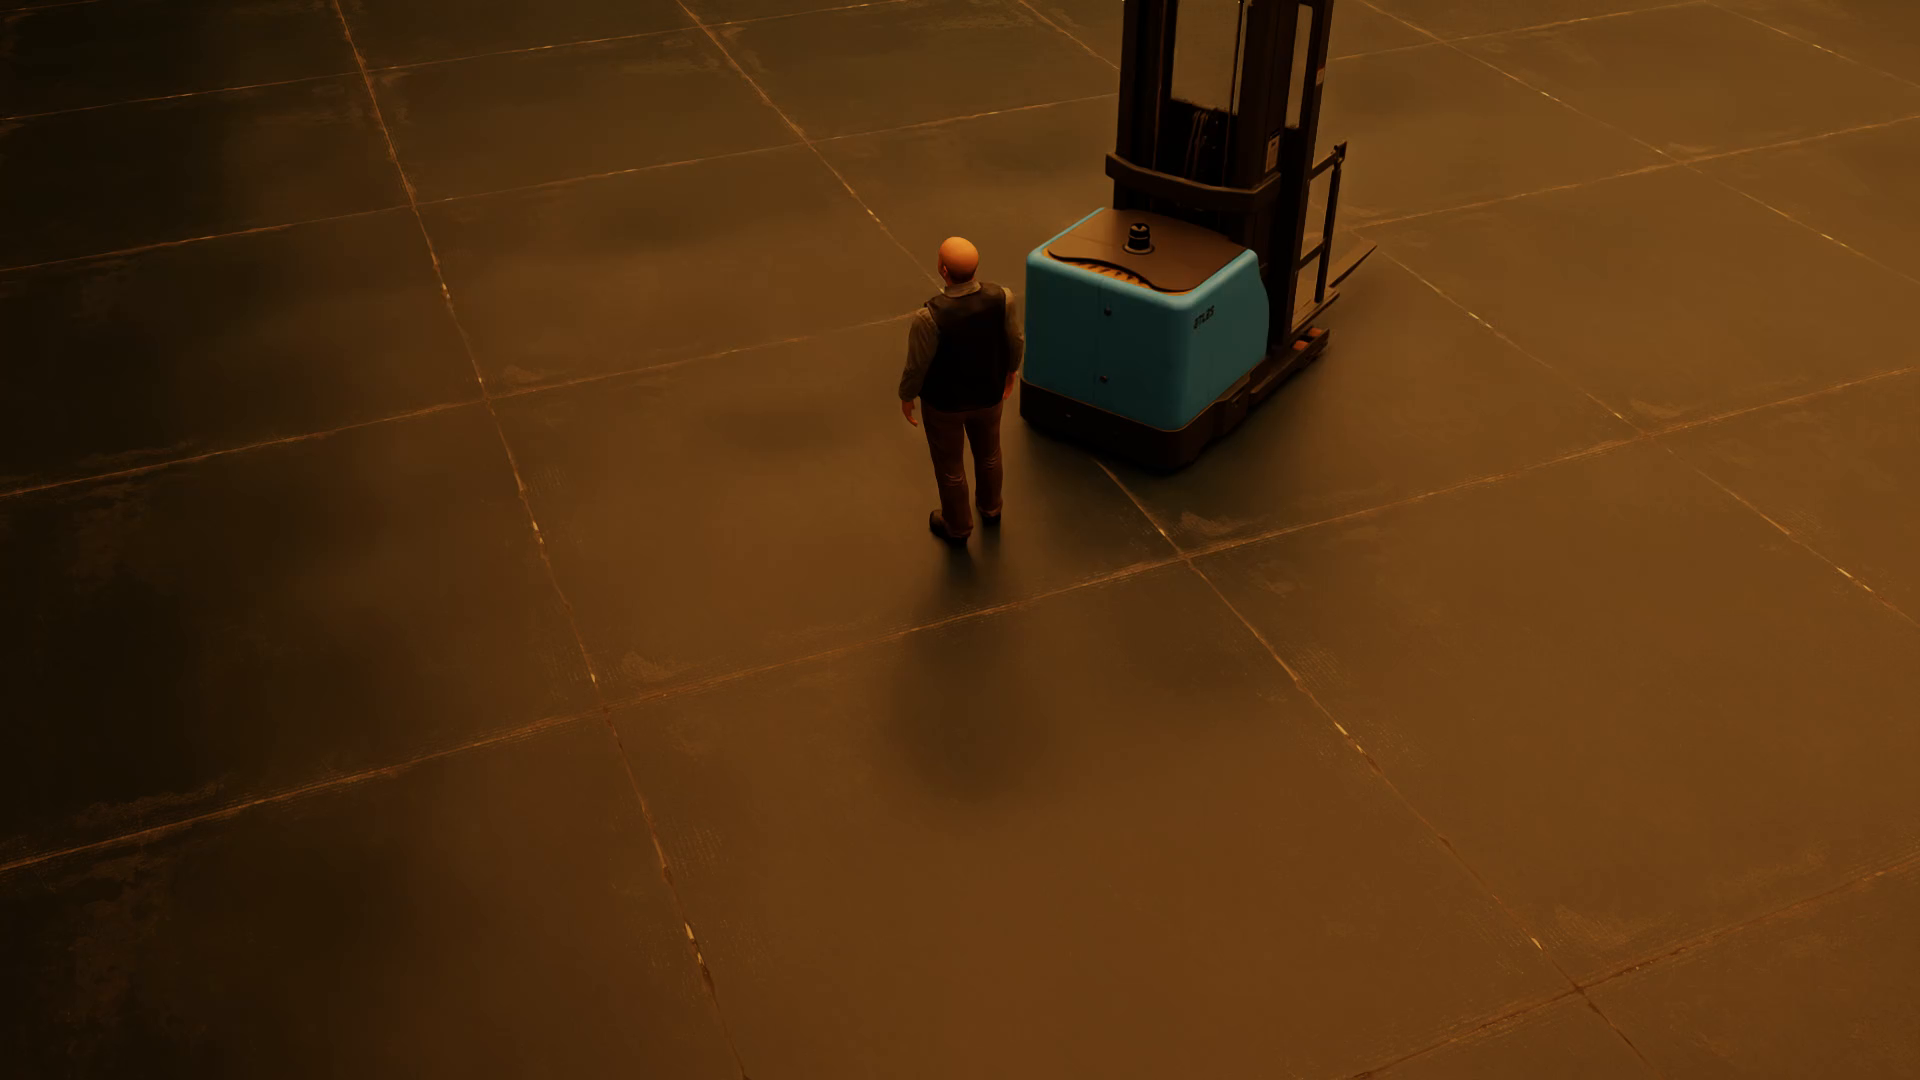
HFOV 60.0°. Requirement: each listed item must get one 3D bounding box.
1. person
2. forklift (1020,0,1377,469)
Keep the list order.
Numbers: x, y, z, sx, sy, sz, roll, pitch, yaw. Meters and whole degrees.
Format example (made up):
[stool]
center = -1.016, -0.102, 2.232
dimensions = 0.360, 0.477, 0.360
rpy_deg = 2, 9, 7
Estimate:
[person]
center = -0.018, -0.743, 8.174
dimensions = 0.633, 1.722, 0.566
rpy_deg = -14, 38, -19
[forklift]
center = 1.610, -2.386, 9.455
dimensions = 1.130, 2.935, 3.031
rpy_deg = 23, 41, 28
